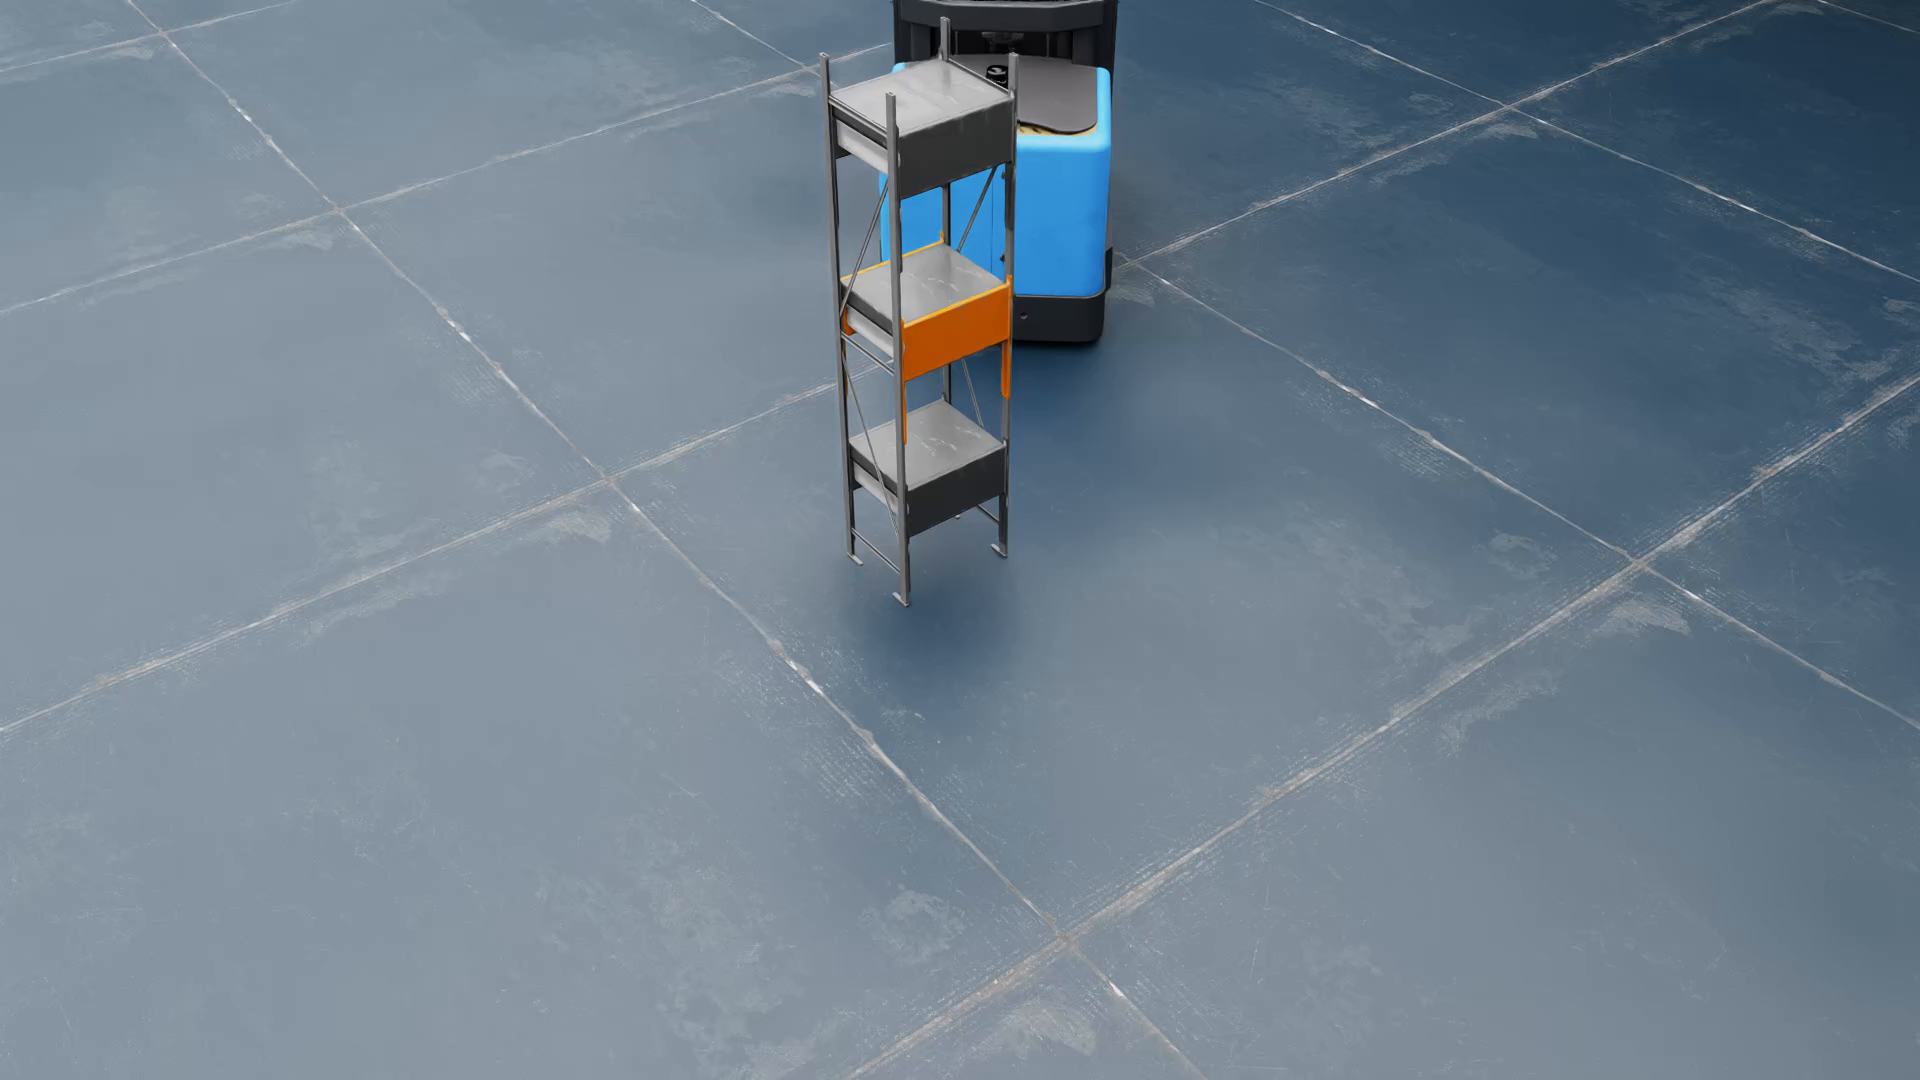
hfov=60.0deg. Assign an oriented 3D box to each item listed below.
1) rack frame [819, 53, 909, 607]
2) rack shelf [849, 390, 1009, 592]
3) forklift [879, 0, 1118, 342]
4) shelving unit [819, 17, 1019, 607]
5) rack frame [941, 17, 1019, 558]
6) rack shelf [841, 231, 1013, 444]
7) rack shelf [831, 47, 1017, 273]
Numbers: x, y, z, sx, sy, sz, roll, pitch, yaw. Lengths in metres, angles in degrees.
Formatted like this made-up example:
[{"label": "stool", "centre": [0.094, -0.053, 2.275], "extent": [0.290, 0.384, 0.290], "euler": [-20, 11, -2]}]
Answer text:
[{"label": "rack frame", "centre": [-0.325, -0.654, 5.891], "extent": [0.015, 2.100, 0.400], "euler": [-26, 46, -28]}, {"label": "rack shelf", "centre": [-0.131, -0.196, 6.459], "extent": [0.480, 0.518, 0.431], "euler": [-26, 46, -28]}, {"label": "forklift", "centre": [0.235, -2.975, 8.066], "extent": [1.130, 2.935, 3.031], "euler": [2, 39, 3]}, {"label": "shelving unit", "centre": [-0.131, -0.748, 6.006], "extent": [0.503, 2.100, 0.431], "euler": [-26, 46, -28]}, {"label": "rack frame", "centre": [0.062, -0.842, 6.121], "extent": [0.015, 2.100, 0.400], "euler": [-26, 46, -28]}, {"label": "rack shelf", "centre": [-0.131, -0.737, 6.015], "extent": [0.480, 0.518, 0.431], "euler": [-26, 46, -28]}, {"label": "rack shelf", "centre": [-0.131, -1.278, 5.571], "extent": [0.480, 0.518, 0.431], "euler": [-26, 46, -28]}]
